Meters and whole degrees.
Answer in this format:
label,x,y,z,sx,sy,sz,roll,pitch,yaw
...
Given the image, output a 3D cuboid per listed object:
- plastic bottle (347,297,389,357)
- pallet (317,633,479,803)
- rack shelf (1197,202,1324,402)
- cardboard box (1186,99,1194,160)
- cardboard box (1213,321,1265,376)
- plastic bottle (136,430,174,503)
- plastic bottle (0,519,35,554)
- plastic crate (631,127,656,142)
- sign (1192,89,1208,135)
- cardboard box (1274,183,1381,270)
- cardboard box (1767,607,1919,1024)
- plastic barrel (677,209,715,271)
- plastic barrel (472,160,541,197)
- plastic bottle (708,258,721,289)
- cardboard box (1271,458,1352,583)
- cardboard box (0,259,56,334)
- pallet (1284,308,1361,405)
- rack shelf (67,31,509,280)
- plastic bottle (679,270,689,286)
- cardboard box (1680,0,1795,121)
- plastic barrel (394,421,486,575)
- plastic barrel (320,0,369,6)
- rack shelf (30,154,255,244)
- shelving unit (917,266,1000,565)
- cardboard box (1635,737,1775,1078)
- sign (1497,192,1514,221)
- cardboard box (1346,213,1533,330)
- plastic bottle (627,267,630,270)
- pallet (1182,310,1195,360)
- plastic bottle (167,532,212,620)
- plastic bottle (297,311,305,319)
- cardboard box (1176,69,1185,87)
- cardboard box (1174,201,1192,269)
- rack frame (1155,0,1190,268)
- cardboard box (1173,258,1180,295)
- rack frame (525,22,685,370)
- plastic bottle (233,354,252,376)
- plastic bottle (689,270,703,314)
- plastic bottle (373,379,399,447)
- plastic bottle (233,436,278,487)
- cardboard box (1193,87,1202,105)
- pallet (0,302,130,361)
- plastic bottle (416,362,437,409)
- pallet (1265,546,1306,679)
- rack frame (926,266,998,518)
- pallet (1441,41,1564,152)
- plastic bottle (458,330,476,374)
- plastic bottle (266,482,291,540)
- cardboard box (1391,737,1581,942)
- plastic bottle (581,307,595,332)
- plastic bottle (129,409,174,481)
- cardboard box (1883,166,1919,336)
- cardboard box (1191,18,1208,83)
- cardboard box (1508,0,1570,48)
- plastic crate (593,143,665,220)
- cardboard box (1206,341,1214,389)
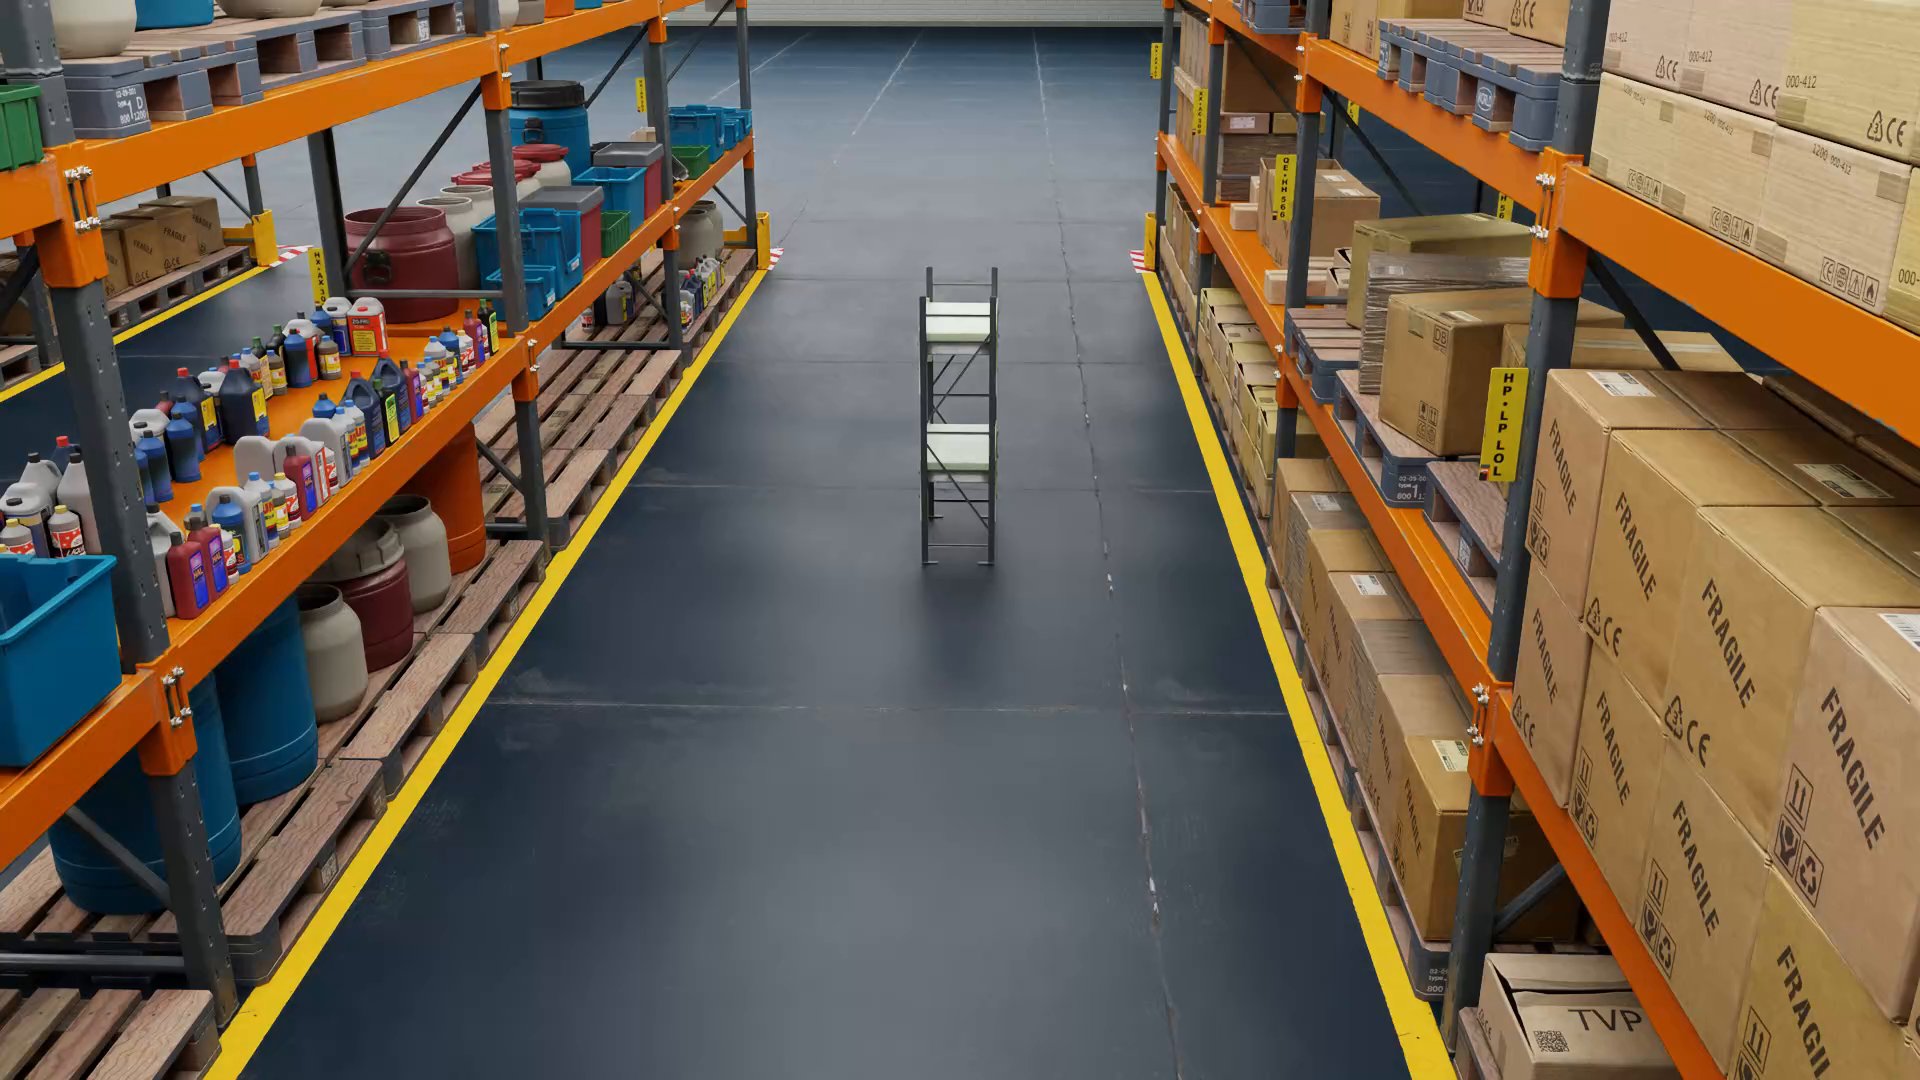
label,x,y,z,sx,sy,sz,roll,pitch,yaw
plastic bottle,-2.956,-1.062,8.291,0.152,0.276,0.135,1,21,2
pallet,-2.794,0.751,7.302,1.003,0.211,1.213,1,21,2
rack shelf,2.240,-1.606,10.517,1.077,0.370,4.000,1,21,2
cardboard box,2.363,-3.620,14.573,0.700,0.500,0.500,1,21,2
cardboard box,2.004,-1.326,11.244,0.500,0.311,0.500,0,21,0
plastic bottle,-3.049,-0.283,6.289,0.097,0.271,0.097,0,21,0
plastic bottle,-3.164,0.028,5.583,0.097,0.201,0.097,0,21,0
plastic crate,-2.877,-3.724,15.345,0.298,0.136,0.250,1,21,2
sign,1.746,-3.111,12.094,0.100,0.325,0.005,1,21,2
cardboard box,2.214,-1.872,10.069,0.500,0.500,0.500,0,21,-1
cardboard box,1.716,0.441,2.725,0.500,0.500,0.500,1,21,3
plastic barrel,-2.487,-2.783,15.413,0.421,0.512,0.421,0,21,0
plastic barrel,-2.921,-2.175,10.801,0.433,0.535,0.433,0,21,0
plastic bottle,-2.181,-2.343,14.577,0.152,0.276,0.135,1,21,2
cardboard box,1.880,-0.097,8.480,0.500,0.500,0.500,2,21,4
cardboard box,-7.549,-1.950,13.283,0.500,0.500,0.500,0,21,0
pallet,2.229,-0.883,7.924,1.213,0.211,1.003,1,21,2
rack shelf,-2.833,-1.614,6.391,1.077,0.370,4.000,1,21,2
plastic bottle,-2.341,-2.158,14.101,0.152,0.276,0.135,1,21,2
cardboard box,1.781,-0.980,3.278,0.500,0.250,0.500,1,21,2
plastic barrel,-2.770,-0.282,8.527,0.600,0.830,0.708,1,21,2
plastic barrel,-2.658,-2.415,7.070,0.301,0.262,0.301,0,21,0
rack shelf,-7.540,-3.163,14.529,1.077,0.370,4.000,1,21,2
shelving unit,0.000,-0.702,9.264,0.431,1.500,0.755,1,21,2
cardboard box,1.740,0.728,3.367,0.500,0.500,0.500,1,21,1
sign,2.722,-1.719,8.321,0.100,0.325,0.005,1,21,2
cardboard box,2.273,-1.232,7.839,0.700,0.500,0.500,-7,22,-16
plastic bottle,-2.909,-2.288,14.443,0.097,0.271,0.097,0,21,0
pallet,2.367,-1.652,13.495,1.003,0.211,1.213,1,21,2
plastic bottle,-2.456,0.098,5.290,0.061,0.283,0.133,1,21,2
plastic bottle,-3.164,-0.949,7.989,0.061,0.283,0.133,1,21,2
cardboard box,2.190,-4.225,15.237,0.380,0.149,0.250,0,21,0
cardboard box,2.136,-2.641,14.373,0.500,0.500,0.500,1,21,2
rack frame,2.422,-4.111,15.978,1.000,3.000,0.127,1,21,2
cardboard box,2.137,-2.291,14.508,0.500,0.250,0.500,1,21,2
rack frame,-2.650,-2.721,12.394,1.000,3.000,0.127,1,21,2
plastic bottle,-3.167,-0.686,7.328,0.097,0.271,0.097,0,21,0
plastic bottle,-2.205,-2.047,13.710,0.144,0.351,0.185,0,21,-1
plastic bottle,-2.402,-0.541,6.938,0.061,0.283,0.133,1,21,2
plastic bottle,-2.622,-0.270,6.250,0.152,0.276,0.135,1,21,2
cardboard box,2.140,-3.670,13.805,0.380,0.149,0.250,1,21,3
pallet,-7.616,-1.719,13.666,1.003,0.211,1.213,1,21,2
plastic bottle,-2.404,-0.695,7.448,0.097,0.201,0.097,0,21,0
pallet,2.119,0.351,8.333,1.003,0.211,1.213,1,21,2
rack frame,0.011,-0.834,9.605,0.400,1.500,0.023,1,21,2
pallet,2.147,-1.318,4.893,1.213,0.211,1.003,1,21,2
plastic bottle,-2.386,-0.906,7.992,0.097,0.201,0.097,0,21,0
plastic bottle,-2.454,-0.108,5.935,0.097,0.201,0.097,0,21,0
cardboard box,1.786,1.006,5.636,0.500,0.500,0.500,1,21,1
plastic bottle,-2.951,-1.756,13.168,0.097,0.201,0.097,0,21,0
plastic bottle,-3.167,-0.363,6.490,0.152,0.276,0.135,1,21,2
cardboard box,1.748,-0.386,2.436,0.500,0.250,0.500,1,21,2
cardboard box,2.369,-4.202,14.281,0.700,0.500,0.500,1,21,2
cardboard box,2.144,-1.883,5.232,0.600,0.600,0.600,0,21,1
plastic crate,-2.359,-2.572,11.923,0.402,0.464,0.583,1,21,2
cardboard box,2.024,-1.251,11.827,0.500,0.250,0.500,1,21,3
